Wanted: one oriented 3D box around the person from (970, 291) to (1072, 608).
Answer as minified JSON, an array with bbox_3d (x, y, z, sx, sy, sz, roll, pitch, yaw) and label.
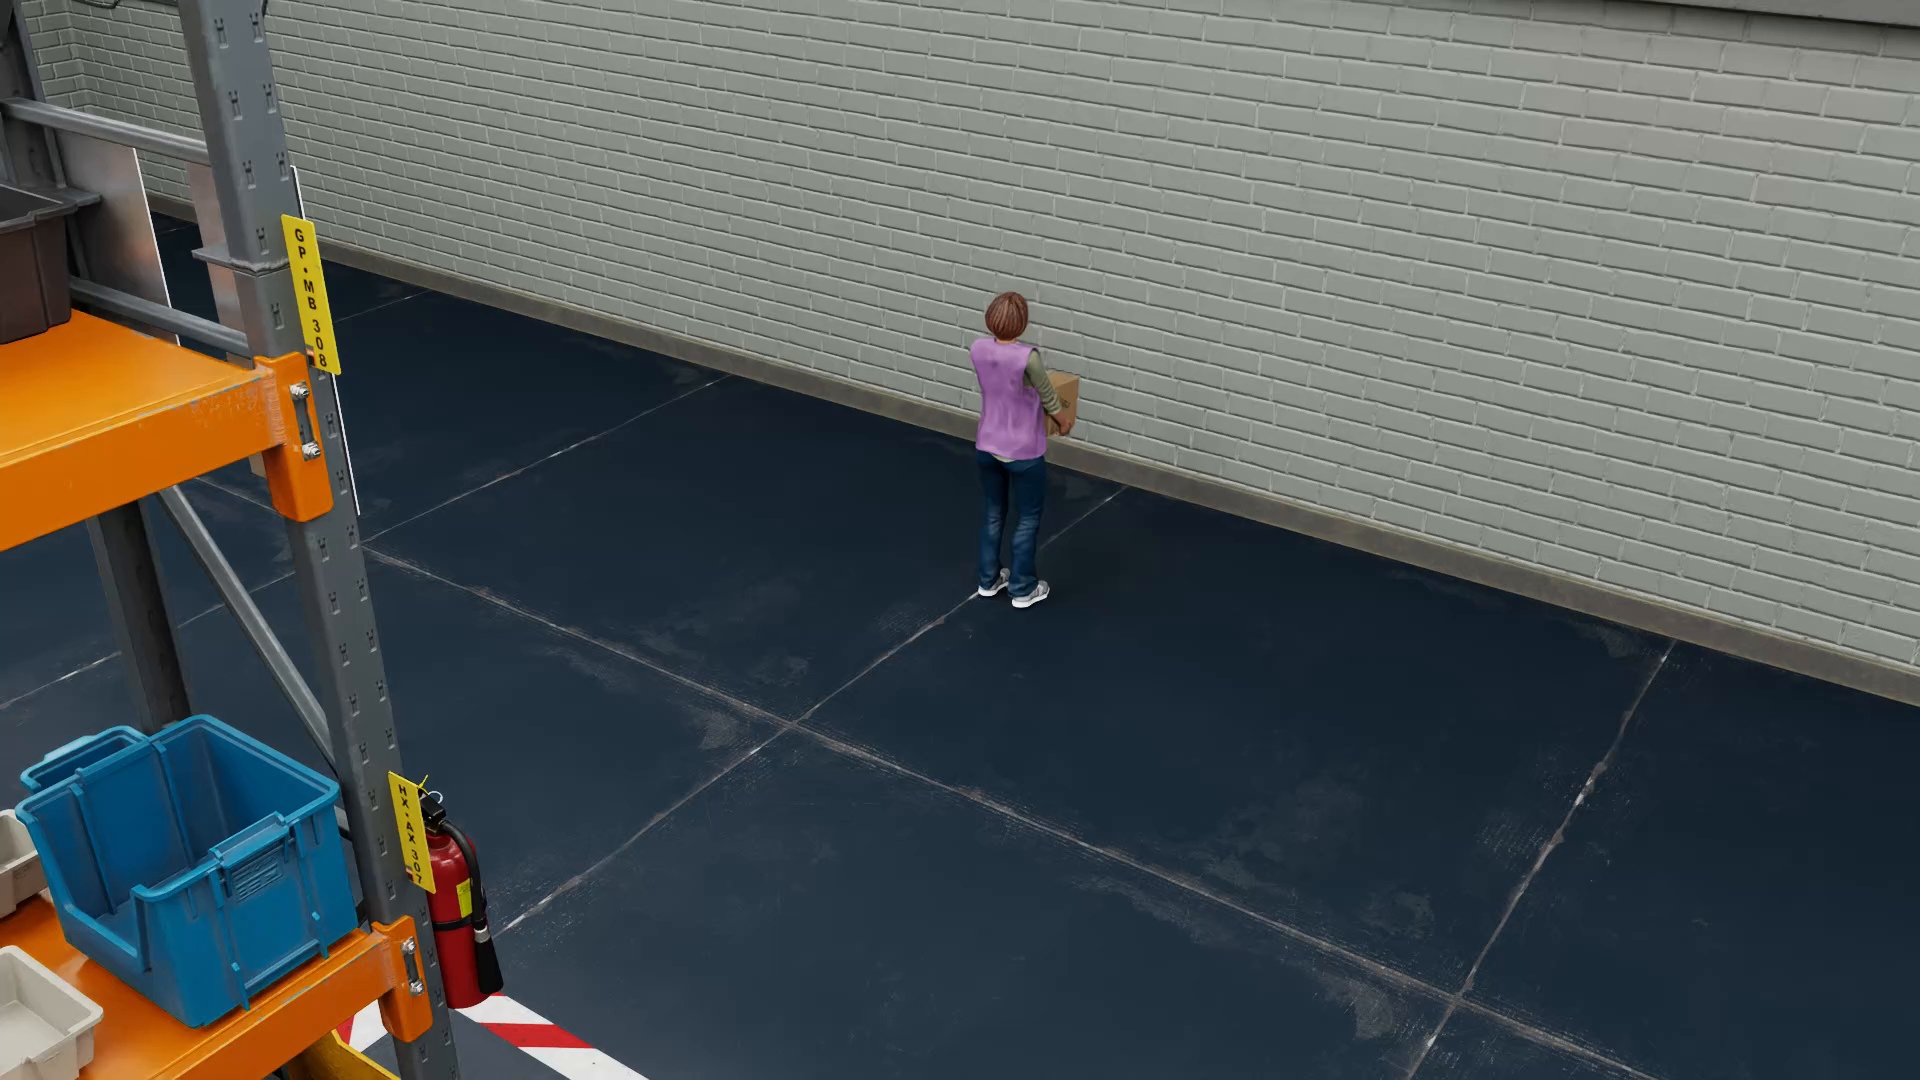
[{"bbox_3d":[0.292,-0.460,8.025,0.396,1.598,0.492,18,32,30],"label":"person"}]
